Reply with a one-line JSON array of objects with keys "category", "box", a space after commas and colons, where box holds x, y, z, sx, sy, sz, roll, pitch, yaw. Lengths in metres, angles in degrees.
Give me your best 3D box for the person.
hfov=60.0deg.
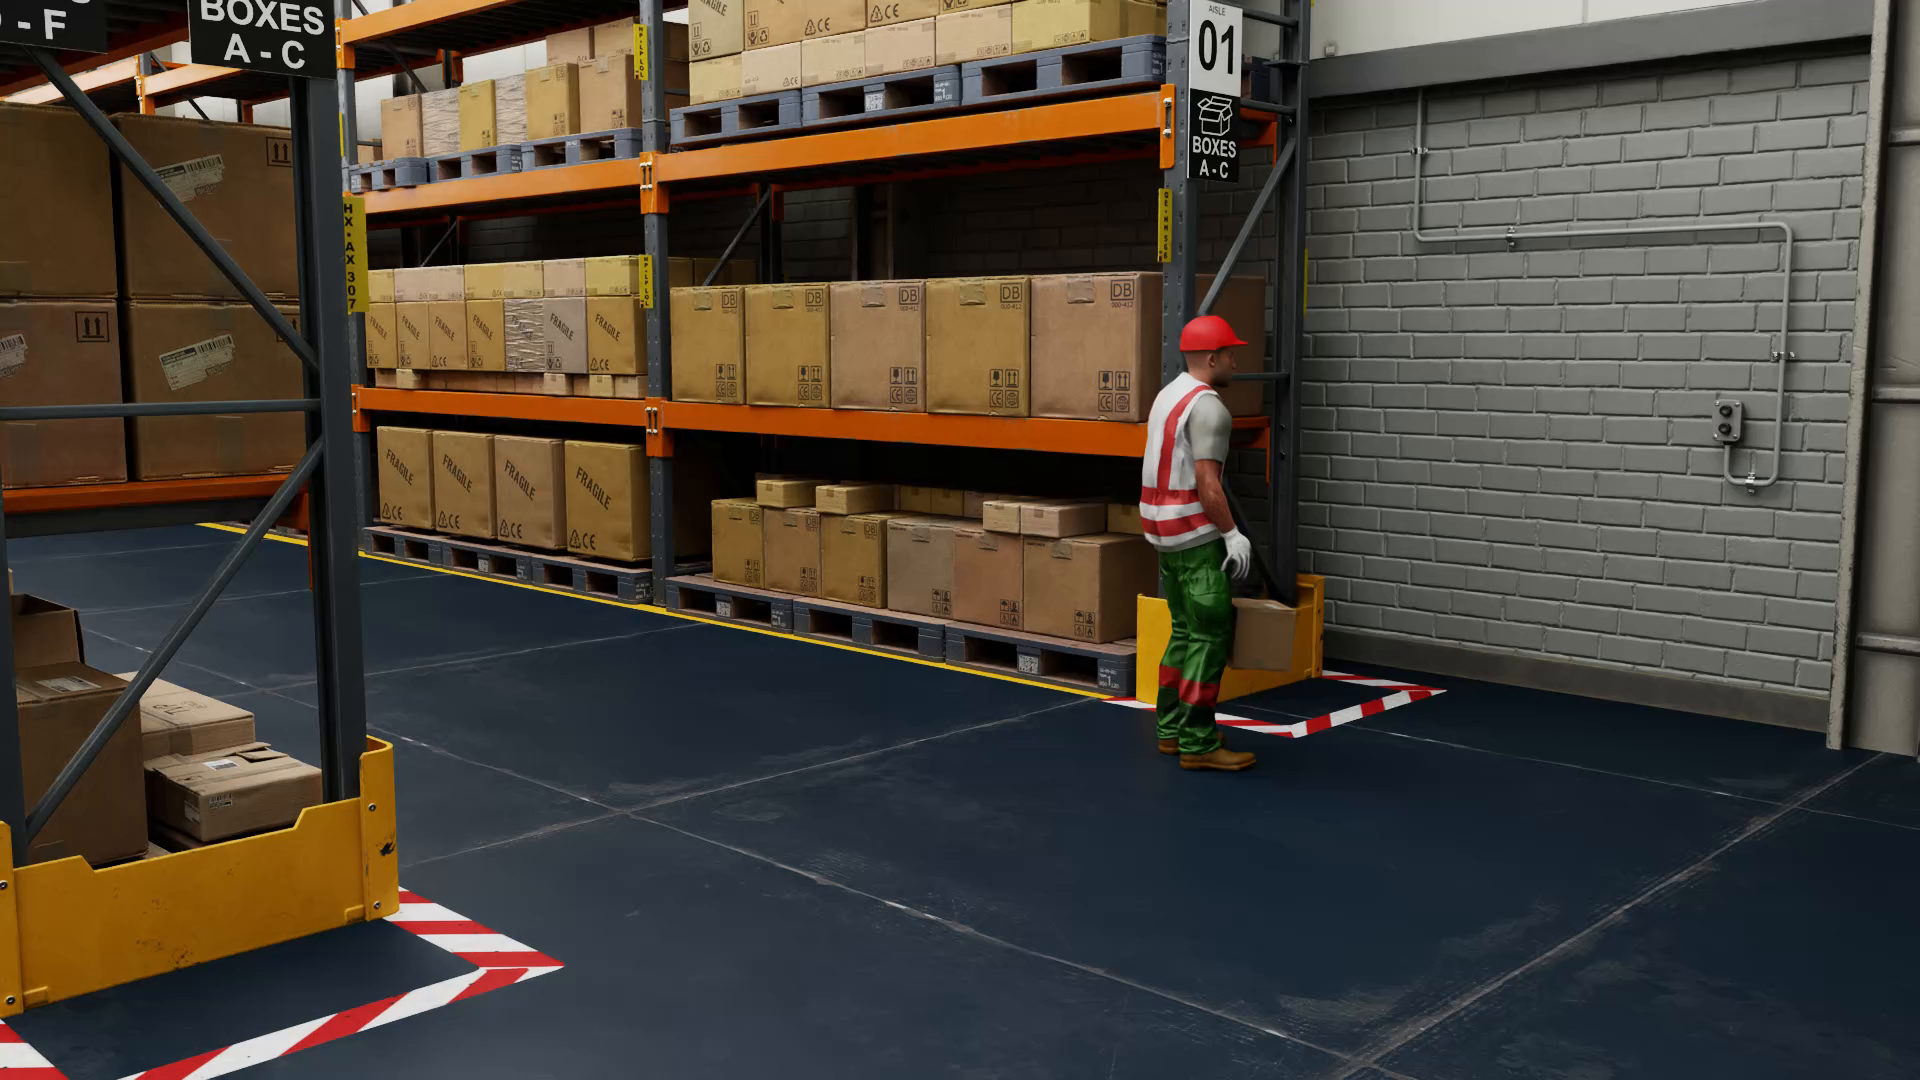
[{"category": "person", "box": [0.945, 0.001, 6.660, 0.417, 1.785, 0.553, -1, 7, -10]}]
